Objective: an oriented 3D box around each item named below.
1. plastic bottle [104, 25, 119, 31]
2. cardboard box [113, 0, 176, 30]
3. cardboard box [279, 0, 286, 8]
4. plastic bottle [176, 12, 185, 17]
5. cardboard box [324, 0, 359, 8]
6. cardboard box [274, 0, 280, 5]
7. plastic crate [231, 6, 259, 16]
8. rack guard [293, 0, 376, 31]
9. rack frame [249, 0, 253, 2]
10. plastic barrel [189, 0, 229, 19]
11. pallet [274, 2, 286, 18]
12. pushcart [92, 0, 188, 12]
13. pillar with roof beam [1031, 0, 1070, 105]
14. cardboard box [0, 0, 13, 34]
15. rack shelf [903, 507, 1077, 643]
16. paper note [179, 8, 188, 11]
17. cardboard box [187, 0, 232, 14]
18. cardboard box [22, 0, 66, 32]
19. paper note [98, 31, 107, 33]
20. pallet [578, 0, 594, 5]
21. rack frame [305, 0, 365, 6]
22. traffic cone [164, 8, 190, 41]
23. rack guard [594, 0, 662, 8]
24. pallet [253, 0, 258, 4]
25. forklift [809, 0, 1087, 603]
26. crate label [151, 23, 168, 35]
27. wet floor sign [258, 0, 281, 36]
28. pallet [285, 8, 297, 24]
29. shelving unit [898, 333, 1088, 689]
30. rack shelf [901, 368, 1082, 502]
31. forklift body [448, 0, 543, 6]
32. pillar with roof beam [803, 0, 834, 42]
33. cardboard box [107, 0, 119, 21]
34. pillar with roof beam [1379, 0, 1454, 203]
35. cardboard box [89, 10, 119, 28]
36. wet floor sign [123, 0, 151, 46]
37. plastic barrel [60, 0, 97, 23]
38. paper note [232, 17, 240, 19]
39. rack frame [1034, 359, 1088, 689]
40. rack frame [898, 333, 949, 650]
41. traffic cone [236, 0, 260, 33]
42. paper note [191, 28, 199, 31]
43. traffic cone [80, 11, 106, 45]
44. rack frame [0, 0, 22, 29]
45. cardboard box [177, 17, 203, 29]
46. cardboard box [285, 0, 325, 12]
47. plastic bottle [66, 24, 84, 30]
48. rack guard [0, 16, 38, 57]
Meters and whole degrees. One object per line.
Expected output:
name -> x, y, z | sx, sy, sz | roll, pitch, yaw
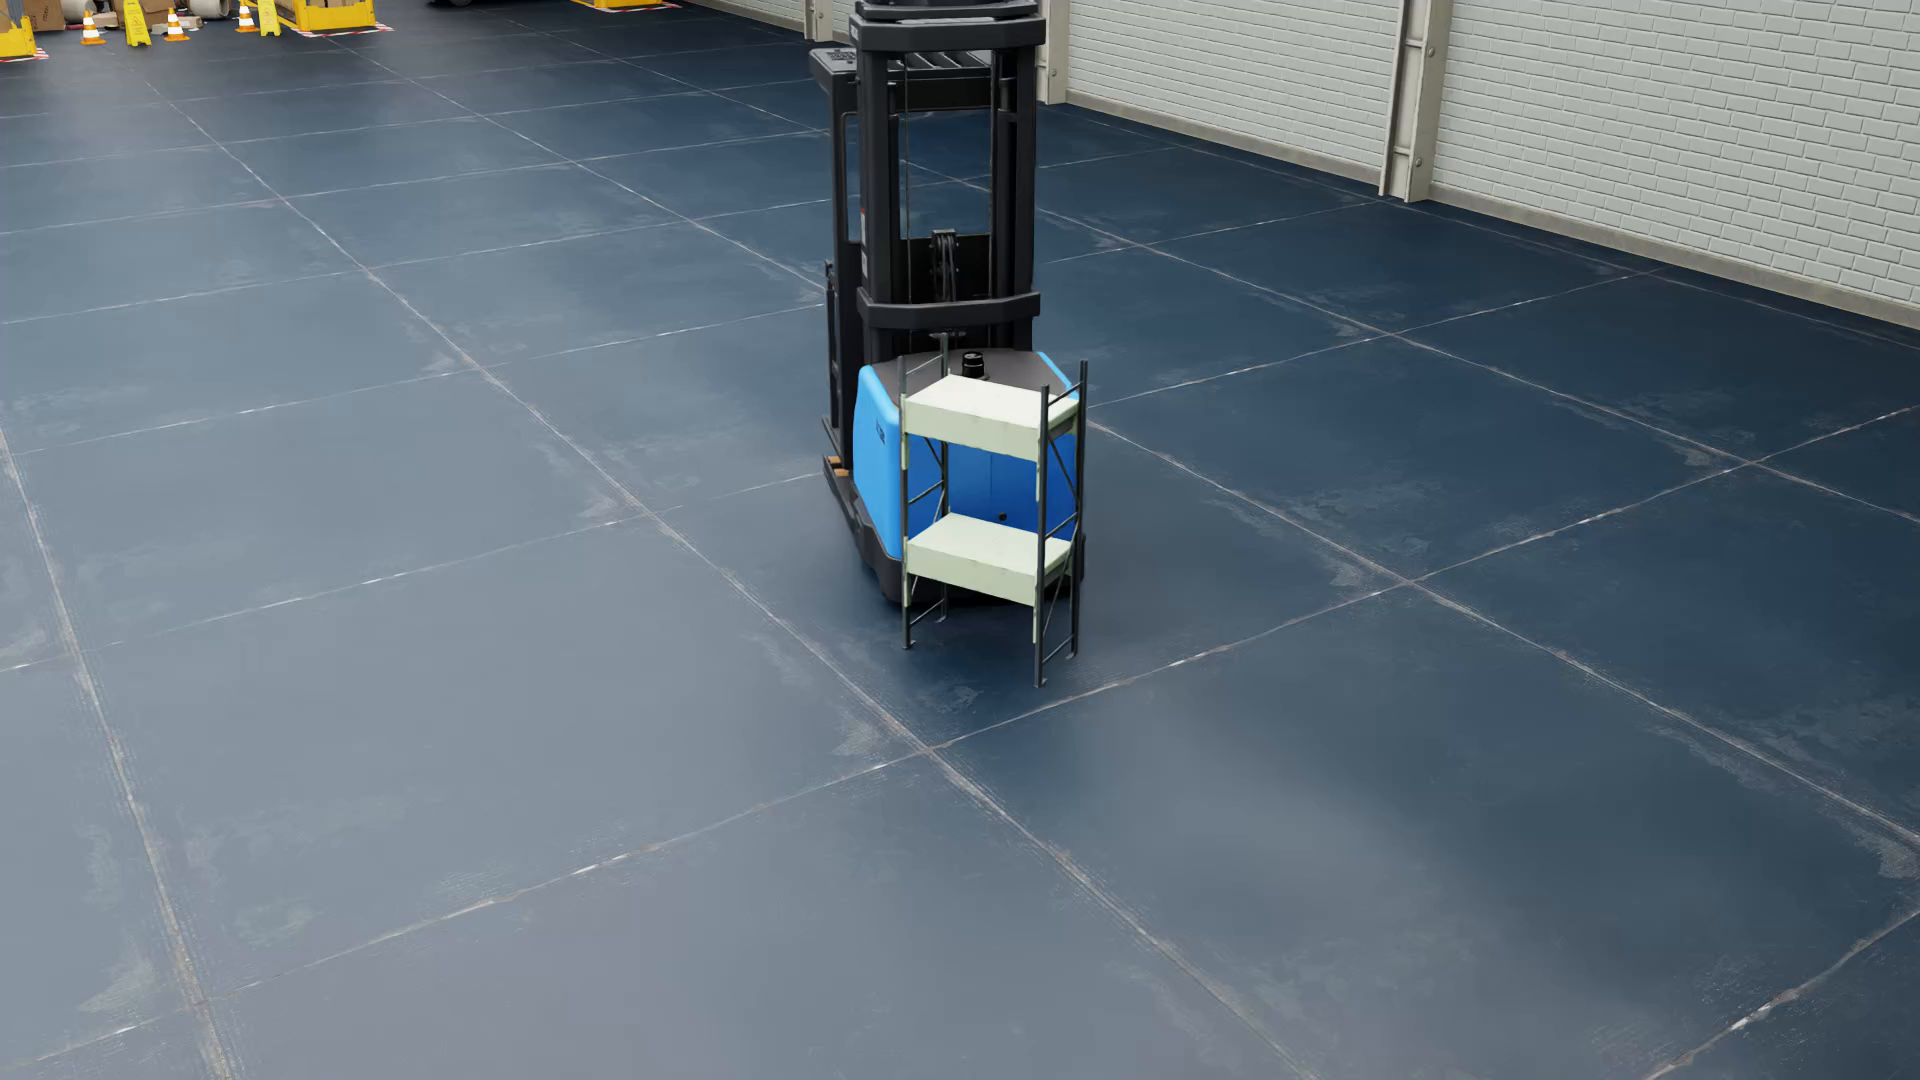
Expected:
plastic bottle -> -13.500, -8.146, 26.434 | 0.283, 0.061, 0.133 | 18, 31, 33
cardboard box -> -13.047, -8.484, 26.632 | 0.637, 0.503, 0.797 | 7, 26, 15
cardboard box -> -10.910, -8.935, 27.391 | 0.500, 0.250, 0.500 | -15, 29, -29
plastic bottle -> -13.017, -8.778, 27.773 | 0.133, 0.061, 0.283 | -10, 27, -21
cardboard box -> -10.175, -8.874, 27.263 | 0.500, 0.250, 0.500 | -16, 30, -30
cardboard box -> -11.200, -9.120, 27.785 | 0.500, 0.250, 0.500 | -17, 30, -31
plastic crate -> -11.980, -8.932, 28.078 | 0.583, 0.080, 0.402 | 18, 31, 33
rack guard -> -10.008, -8.471, 26.609 | 1.175, 0.500, 0.348 | -16, 29, -30
rack frame -> -12.150, -11.005, 29.049 | 1.000, 3.000, 0.127 | -16, 29, -30
plastic barrel -> -12.363, -8.795, 27.386 | 0.512, 0.421, 0.421 | 3, 25, 6
pallet -> -11.084, -9.075, 28.227 | 1.003, 0.211, 1.213 | -16, 29, -30
pushcart -> -14.033, -9.270, 28.445 | 0.936, 0.377, 1.648 | 18, 31, 33
pillar with roof beam -> -2.491, -8.609, 16.946 | 9.100, 9.000, 0.400 | -16, 29, -30
cardboard box -> -14.484, -7.841, 24.343 | 0.875, 0.875, 0.875 | -15, 29, -29
rack shelf -> 0.146, 0.157, 7.923 | 0.720, 0.370, 0.431 | 14, 29, 28
paper note -> -13.290, -9.075, 28.439 | 0.148, 0.019, 0.142 | -16, 29, -30
cardboard box -> -12.705, -9.176, 28.098 | 0.500, 0.500, 0.500 | 3, 25, 6
cardboard box -> -14.535, -8.370, 26.392 | 0.500, 0.500, 0.500 | -10, 27, -21
paper note -> -13.470, -7.983, 26.127 | 0.144, 0.017, 0.142 | -6, 26, -12
pallet -> -6.262, -9.735, 29.625 | 1.003, 0.211, 1.213 | -16, 29, -30
rack frame -> -9.967, -9.575, 26.018 | 1.000, 3.000, 0.127 | -16, 29, -30
traffic cone -> -12.027, -7.900, 25.443 | 0.336, 0.463, 0.334 | -16, 29, -30
rack guard -> -5.797, -9.594, 28.987 | 1.175, 0.500, 0.348 | -16, 29, -30
pallet -> -11.754, -9.512, 29.153 | 1.003, 0.211, 1.213 | -16, 29, -30
forklift -> -0.198, -1.611, 9.229 | 1.130, 2.935, 3.031 | -6, 26, -12
crate label -> -12.508, -8.020, 26.078 | 0.298, 0.136, 0.250 | 12, 28, 24
wet floor sign -> -10.759, -8.193, 25.849 | 0.267, 0.644, 0.232 | -6, 26, -12
pallet -> -10.422, -8.640, 27.304 | 1.003, 0.211, 1.213 | -16, 29, -30
shelving unit -> 0.146, -0.137, 7.784 | 0.755, 1.500, 0.431 | 14, 29, 28
rack shelf -> 0.146, -0.490, 7.618 | 0.720, 0.370, 0.431 | 14, 29, 28
forklift body -> -8.374, -10.602, 29.189 | 2.313, 2.155, 1.214 | -16, 29, -30
pillar with roof beam -> -5.766, -10.755, 21.492 | 9.100, 9.000, 0.400 | -16, 29, -30
cardboard box -> -13.564, -8.878, 27.308 | 0.797, 0.637, 0.503 | -16, 29, -30
pillar with roof beam -> 0.784, -6.463, 12.400 | 9.100, 9.000, 0.400 | -16, 29, -30
cardboard box -> -13.761, -8.394, 26.719 | 0.396, 0.266, 0.258 | -10, 27, -21
wet floor sign -> -12.384, -7.771, 24.956 | 0.267, 0.644, 0.232 | -22, 33, -38
plastic barrel -> -14.338, -8.602, 26.976 | 0.512, 0.421, 0.421 | 3, 25, 6
paper note -> -11.960, -8.651, 27.539 | 0.148, 0.019, 0.142 | 18, 31, 33
rack frame -> 0.460, -0.057, 7.614 | 0.023, 1.500, 0.400 | 14, 29, 28
rack frame -> -0.167, -0.218, 7.954 | 0.023, 1.500, 0.400 | 14, 29, 28
traffic cone -> -11.282, -8.281, 26.249 | 0.336, 0.463, 0.334 | -16, 29, -30
paper note -> -12.150, -8.106, 26.386 | 0.142, 0.019, 0.148 | 18, 31, 33
traffic cone -> -13.159, -7.759, 25.143 | 0.336, 0.463, 0.334 | -16, 29, -30
rack frame -> -14.059, -8.385, 23.498 | 1.000, 3.000, 0.127 | -16, 29, -30
cardboard box -> -12.374, -8.283, 26.622 | 0.380, 0.149, 0.250 | -1, 25, -3
cardboard box -> -10.646, -8.756, 27.013 | 0.500, 0.250, 0.500 | -16, 29, -30
plastic bottle -> -14.067, -8.174, 26.494 | 0.133, 0.061, 0.283 | 18, 31, 33
rack guard -> -14.046, -7.246, 24.013 | 1.175, 0.500, 0.348 | -16, 29, -30
